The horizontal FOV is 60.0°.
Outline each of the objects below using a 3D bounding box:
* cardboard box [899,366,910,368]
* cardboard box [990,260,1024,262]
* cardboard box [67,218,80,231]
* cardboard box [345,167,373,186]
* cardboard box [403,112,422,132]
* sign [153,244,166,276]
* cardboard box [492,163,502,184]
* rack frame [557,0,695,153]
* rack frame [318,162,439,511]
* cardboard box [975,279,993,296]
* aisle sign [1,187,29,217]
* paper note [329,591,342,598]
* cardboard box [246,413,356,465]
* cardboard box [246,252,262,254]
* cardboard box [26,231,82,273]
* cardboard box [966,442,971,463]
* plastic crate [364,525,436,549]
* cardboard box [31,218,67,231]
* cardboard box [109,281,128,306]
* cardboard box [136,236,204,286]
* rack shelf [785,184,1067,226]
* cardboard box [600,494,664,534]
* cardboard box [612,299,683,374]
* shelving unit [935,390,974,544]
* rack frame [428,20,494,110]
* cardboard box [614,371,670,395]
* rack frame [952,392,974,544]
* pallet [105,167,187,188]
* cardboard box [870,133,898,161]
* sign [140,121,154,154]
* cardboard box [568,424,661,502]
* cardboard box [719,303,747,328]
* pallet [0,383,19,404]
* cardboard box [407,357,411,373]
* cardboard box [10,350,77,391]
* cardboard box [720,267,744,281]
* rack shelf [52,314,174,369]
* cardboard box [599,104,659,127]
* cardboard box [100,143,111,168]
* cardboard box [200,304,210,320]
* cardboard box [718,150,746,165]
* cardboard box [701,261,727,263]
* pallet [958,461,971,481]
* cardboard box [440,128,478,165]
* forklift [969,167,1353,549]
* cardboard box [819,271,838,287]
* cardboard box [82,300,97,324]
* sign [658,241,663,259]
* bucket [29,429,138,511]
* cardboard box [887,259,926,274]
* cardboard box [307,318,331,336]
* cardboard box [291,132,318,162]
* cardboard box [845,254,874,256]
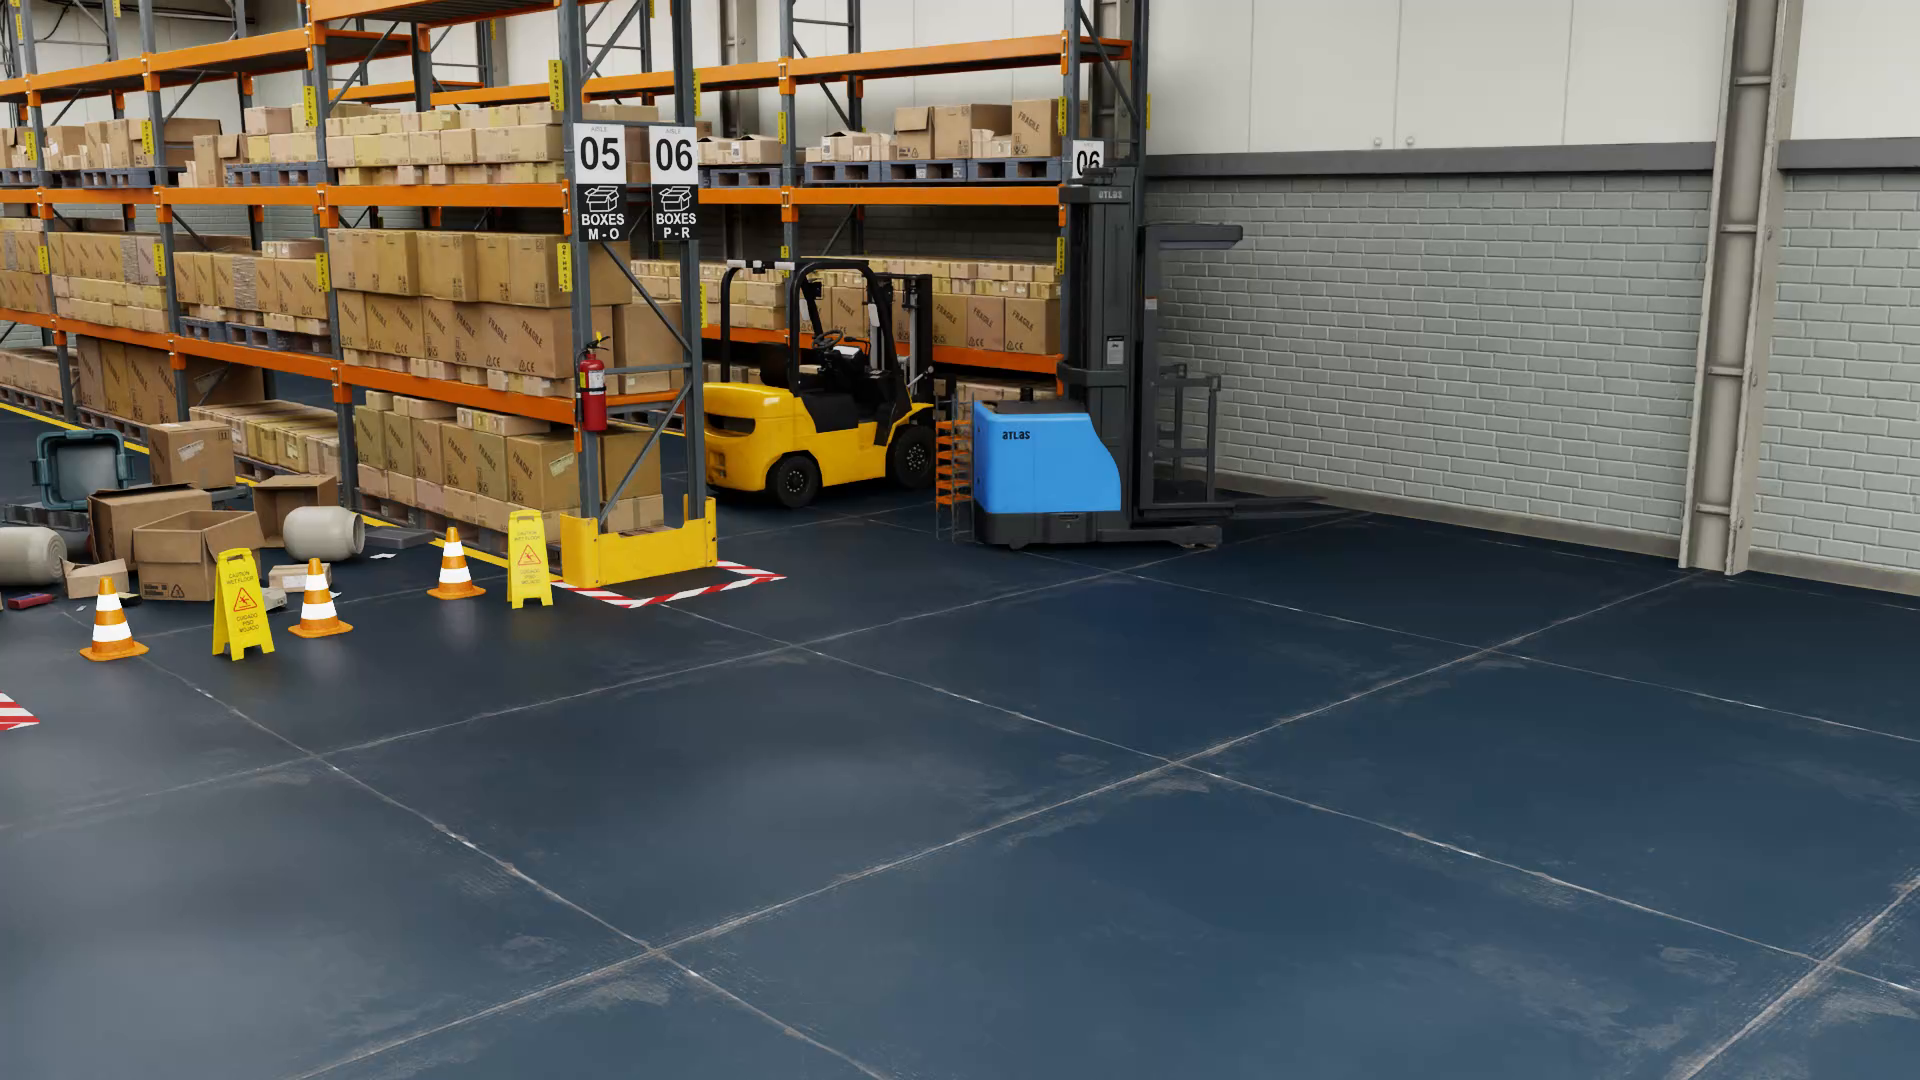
[{"bbox_3d":[-0.622,-1.725,17.644,0.500,0.250,0.500,-11,16,-43],"label":"cardboard box"},{"bbox_3d":[0.513,-2.653,16.260,0.380,0.149,0.250,-10,15,-41],"label":"cardboard box"},{"bbox_3d":[-11.001,-3.973,20.929,0.380,0.149,0.250,-11,16,-43],"label":"cardboard box"},{"bbox_3d":[-4.873,-3.020,13.827,0.380,0.149,0.250,-11,16,-42],"label":"cardboard box"},{"bbox_3d":[-4.129,-3.263,13.029,0.380,0.149,0.250,-11,16,-43],"label":"cardboard box"},{"bbox_3d":[-8.211,-2.873,17.055,0.100,0.325,0.005,-11,16,-43],"label":"sign"},{"bbox_3d":[-3.217,-2.697,12.259,0.380,0.149,0.250,-11,16,-42],"label":"cardboard box"},{"bbox_3d":[-2.288,-4.155,11.277,1.000,3.000,0.127,-11,16,-43],"label":"rack frame"},{"bbox_3d":[-5.050,-1.800,14.716,1.000,3.000,0.127,-11,16,-43],"label":"rack frame"},{"bbox_3d":[0.362,-2.404,15.793,0.380,0.149,0.250,-11,16,-43],"label":"cardboard box"},{"bbox_3d":[-13.162,-4.879,23.215,0.394,0.787,0.004,-11,16,-43],"label":"aisle sign"},{"bbox_3d":[-4.380,0.377,11.506,0.142,0.019,0.148,6,13,26],"label":"paper note"},{"bbox_3d":[-6.394,-1.001,16.307,0.950,0.372,0.625,-10,15,-41],"label":"cardboard box"},{"bbox_3d":[-6.932,-2.683,16.975,0.500,0.500,0.500,-11,16,-43],"label":"cardboard box"},{"bbox_3d":[-11.100,-3.537,20.420,0.500,0.500,0.500,-11,16,-43],"label":"cardboard box"},{"bbox_3d":[0.410,-0.866,15.956,0.500,0.250,0.500,-11,16,-43],"label":"cardboard box"},{"bbox_3d":[-4.559,-0.027,13.344,0.583,0.080,0.402,6,13,26],"label":"plastic crate"},{"bbox_3d":[-11.286,-3.916,20.653,0.380,0.149,0.250,-11,16,-42],"label":"cardboard box"},{"bbox_3d":[-9.056,-2.737,18.395,0.500,0.250,0.500,11,16,44],"label":"cardboard box"},{"bbox_3d":[-8.359,-2.962,17.628,0.500,0.500,0.500,11,16,44],"label":"cardboard box"},{"bbox_3d":[-0.081,-3.317,16.429,1.077,0.370,4.000,-11,16,-43],"label":"rack shelf"},{"bbox_3d":[-2.645,-0.232,12.876,0.500,0.250,0.500,-11,16,-43],"label":"cardboard box"},{"bbox_3d":[-2.414,-1.519,12.366,0.500,0.500,0.500,-11,16,-43],"label":"cardboard box"},{"bbox_3d":[-0.040,-0.584,13.273,0.258,1.200,0.189,-11,16,-43],"label":"shelving unit"},{"bbox_3d":[-6.987,-6.598,23.138,1.000,3.000,0.127,-11,16,-43],"label":"rack frame"},{"bbox_3d":[-2.372,-1.172,12.289,0.380,0.149,0.250,-11,16,-42],"label":"cardboard box"},{"bbox_3d":[0.023,-0.571,13.208,0.240,1.200,0.006,-11,16,-43],"label":"rack frame"},{"bbox_3d":[-8.295,-3.847,17.686,1.213,0.211,1.003,-10,15,-40],"label":"pallet"},{"bbox_3d":[-0.657,-3.892,16.478,0.258,0.266,0.396,11,16,44],"label":"cardboard box"},{"bbox_3d":[-8.219,-4.069,16.817,0.100,0.325,0.005,-11,16,-43],"label":"sign"},{"bbox_3d":[-2.661,-0.602,12.817,0.500,0.500,0.500,11,16,43],"label":"cardboard box"},{"bbox_3d":[-2.351,-2.529,18.624,0.500,0.250,0.500,-11,16,-43],"label":"cardboard box"},{"bbox_3d":[-12.728,-2.080,22.985,1.003,0.211,1.213,-11,16,-43],"label":"pallet"},{"bbox_3d":[-4.295,-1.447,13.624,0.380,0.149,0.250,-11,16,-43],"label":"cardboard box"},{"bbox_3d":[-12.171,-2.288,22.390,0.875,0.438,0.875,-10,16,-41],"label":"cardboard box"},{"bbox_3d":[-2.459,-2.976,18.569,0.250,0.149,0.380,11,16,43],"label":"cardboard box"},{"bbox_3d":[-9.193,-2.324,19.039,1.077,0.370,4.000,-11,16,-43],"label":"rack shelf"},{"bbox_3d":[-2.386,-3.033,11.915,0.380,0.149,0.250,-11,16,-43],"label":"cardboard box"},{"bbox_3d":[-9.016,-4.145,17.957,0.258,0.266,0.396,11,16,44],"label":"cardboard box"},{"bbox_3d":[-7.396,-2.301,16.729,0.250,0.149,0.380,10,16,41],"label":"cardboard box"},{"bbox_3d":[-2.442,-4.211,18.320,0.380,0.149,0.250,-11,16,-43],"label":"cardboard box"},{"bbox_3d":[-2.881,-3.255,19.921,0.380,0.149,0.250,-11,16,-43],"label":"cardboard box"},{"bbox_3d":[0.741,-0.649,16.038,1.003,0.211,1.213,-11,16,-43],"label":"pallet"},{"bbox_3d":[-3.544,-2.944,12.467,0.500,0.250,0.500,-10,16,-41],"label":"cardboard box"},{"bbox_3d":[1.635,-1.476,13.310,3.031,2.935,1.130,-2,12,-8],"label":"forklift"},{"bbox_3d":[-1.253,-2.738,17.415,0.380,0.149,0.250,-10,16,-41],"label":"cardboard box"},{"bbox_3d":[-9.761,-2.641,19.169,0.500,0.250,0.500,-11,16,-43],"label":"cardboard box"},{"bbox_3d":[-3.826,-3.721,21.171,0.100,0.325,0.005,-11,16,-43],"label":"sign"},{"bbox_3d":[-6.799,-0.538,12.937,0.726,0.611,0.620,-5,3,-23],"label":"bucket"},{"bbox_3d":[-0.510,-2.740,16.685,0.380,0.149,0.250,-11,16,-43],"label":"cardboard box"},{"bbox_3d":[-5.605,-1.920,14.877,0.380,0.149,0.250,-11,16,-42],"label":"cardboard box"},{"bbox_3d":[-5.558,-3.467,14.702,0.500,0.250,0.500,-11,16,-44],"label":"cardboard box"},{"bbox_3d":[-1.024,-3.000,17.949,0.380,0.149,0.250,-11,16,-42],"label":"cardboard box"}]
